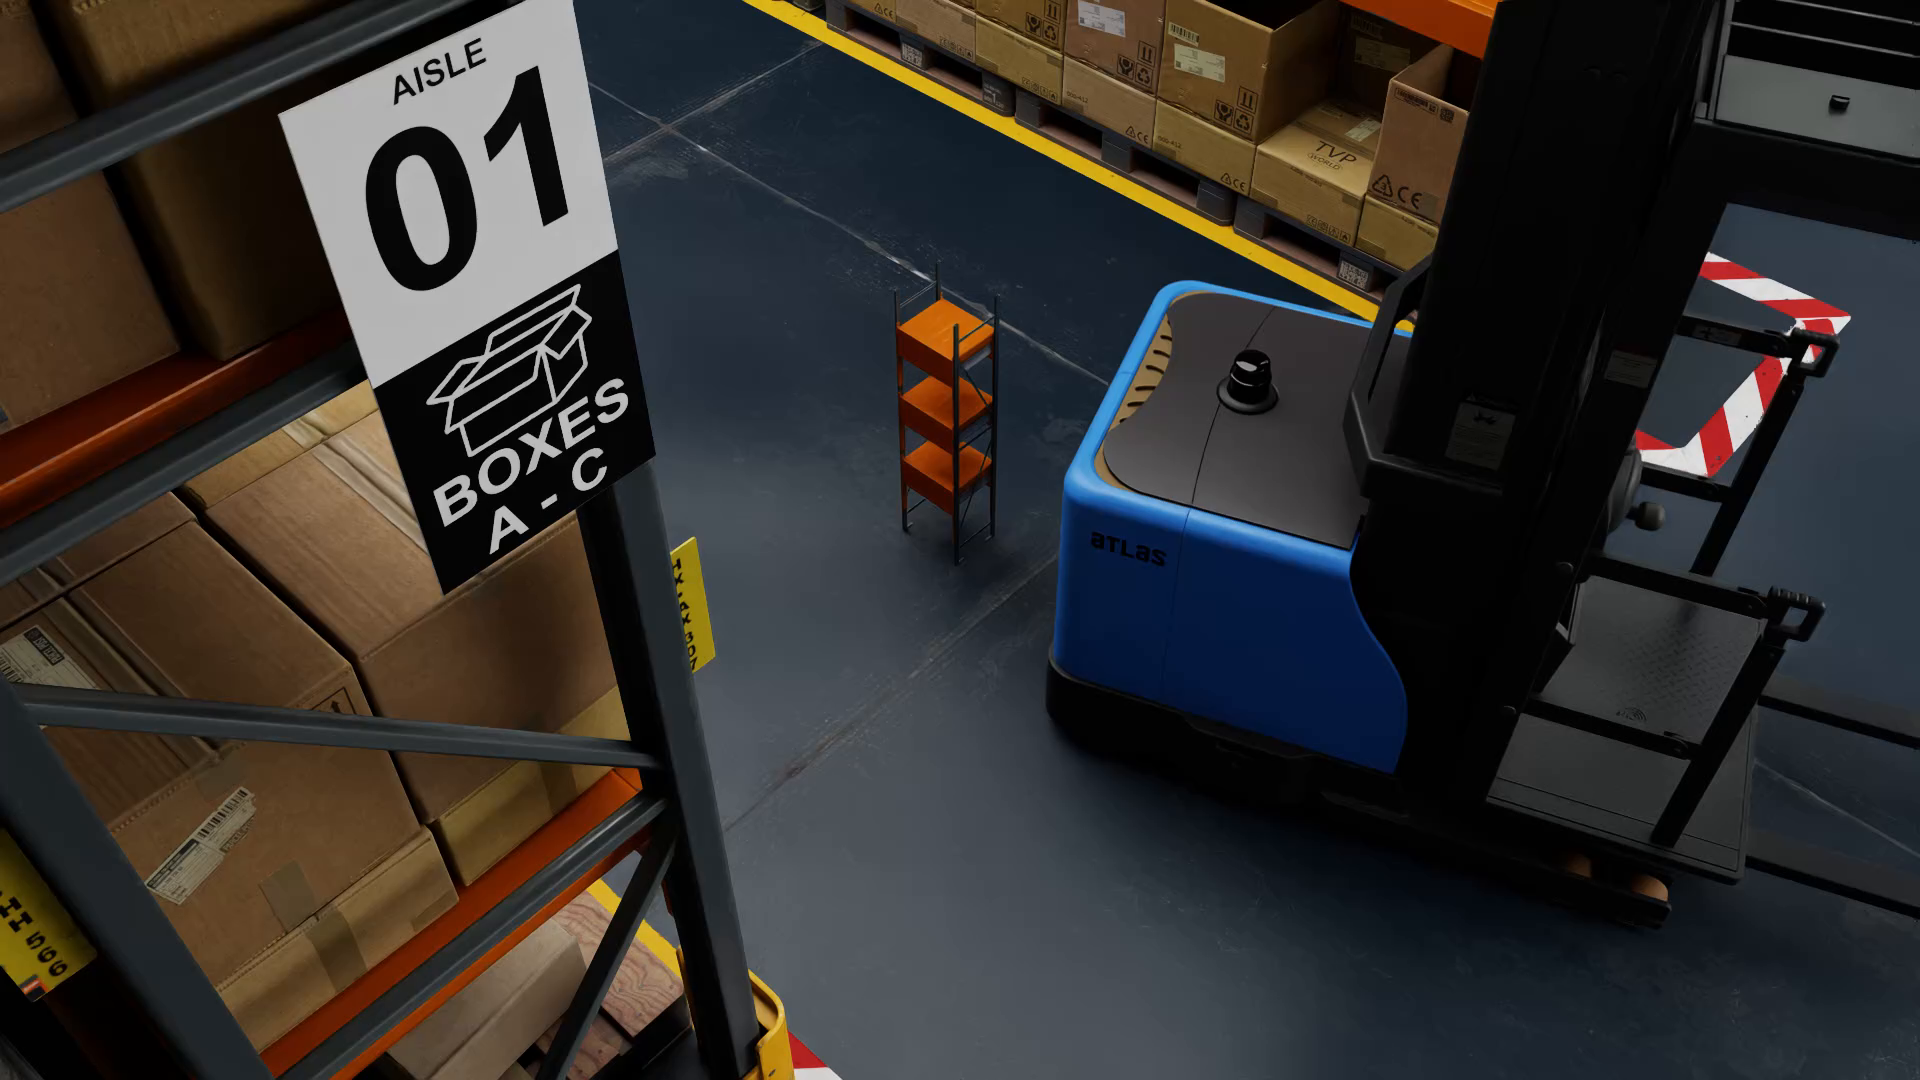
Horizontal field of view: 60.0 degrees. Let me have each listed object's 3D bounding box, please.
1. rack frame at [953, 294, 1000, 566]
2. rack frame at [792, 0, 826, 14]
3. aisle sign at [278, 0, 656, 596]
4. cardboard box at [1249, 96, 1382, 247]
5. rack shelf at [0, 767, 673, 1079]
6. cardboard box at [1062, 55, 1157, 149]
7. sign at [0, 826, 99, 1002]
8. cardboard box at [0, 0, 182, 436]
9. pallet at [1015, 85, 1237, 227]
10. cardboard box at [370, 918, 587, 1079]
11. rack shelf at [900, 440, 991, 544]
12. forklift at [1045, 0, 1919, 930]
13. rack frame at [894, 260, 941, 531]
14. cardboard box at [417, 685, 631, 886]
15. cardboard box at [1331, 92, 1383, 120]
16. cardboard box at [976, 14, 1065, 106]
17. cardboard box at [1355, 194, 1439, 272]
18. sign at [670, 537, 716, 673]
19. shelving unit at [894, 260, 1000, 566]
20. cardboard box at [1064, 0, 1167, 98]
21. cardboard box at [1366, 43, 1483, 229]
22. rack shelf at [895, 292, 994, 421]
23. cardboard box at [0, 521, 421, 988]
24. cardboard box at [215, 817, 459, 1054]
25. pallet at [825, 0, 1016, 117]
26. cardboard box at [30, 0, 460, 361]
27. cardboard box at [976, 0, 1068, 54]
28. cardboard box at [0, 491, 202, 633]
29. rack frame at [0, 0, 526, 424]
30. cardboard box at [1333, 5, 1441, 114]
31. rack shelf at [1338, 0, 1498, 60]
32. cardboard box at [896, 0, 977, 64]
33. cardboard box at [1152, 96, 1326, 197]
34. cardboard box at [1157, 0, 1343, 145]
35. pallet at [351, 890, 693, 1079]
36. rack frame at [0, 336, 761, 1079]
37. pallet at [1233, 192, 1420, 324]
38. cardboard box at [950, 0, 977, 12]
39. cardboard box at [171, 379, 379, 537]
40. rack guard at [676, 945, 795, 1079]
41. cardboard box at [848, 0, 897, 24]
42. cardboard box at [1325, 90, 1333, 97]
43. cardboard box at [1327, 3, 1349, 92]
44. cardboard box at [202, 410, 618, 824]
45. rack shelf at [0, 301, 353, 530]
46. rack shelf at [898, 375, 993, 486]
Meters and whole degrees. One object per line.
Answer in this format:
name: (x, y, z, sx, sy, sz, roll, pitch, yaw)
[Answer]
rack frame: (0.050, -0.325, 5.335, 0.008, 1.050, 0.200, 34, 55, 28)
rack frame: (-0.444, -3.914, 7.368, 0.127, 3.000, 1.000, 34, 55, 28)
aisle sign: (-0.605, -0.296, 2.187, 0.004, 0.787, 0.394, 34, 55, 28)
cardboard box: (1.526, -1.487, 6.686, 0.500, 0.250, 0.500, 34, 55, 28)
rack shelf: (-2.331, -0.024, 4.208, 4.000, 0.370, 1.077, 34, 55, 28)
cardboard box: (0.791, -1.981, 7.151, 0.500, 0.250, 0.500, 34, 55, 28)
sign: (-1.252, 0.502, 2.210, 0.005, 0.325, 0.100, 34, 55, 28)
cardboard box: (-1.340, -0.419, 1.946, 0.500, 0.500, 0.500, -34, 56, -28)
pallet: (1.013, -1.941, 7.428, 1.213, 0.211, 1.003, 34, 55, 28)
cardboard box: (-1.309, 1.099, 4.204, 0.500, 0.311, 0.500, 28, 53, 24)
rack shelf: (-0.039, -0.188, 5.602, 0.240, 0.259, 0.215, 34, 55, 28)
forklift: (1.835, -0.350, 4.068, 3.031, 2.935, 1.130, 16, 49, 15)
rack frame: (-0.129, -0.446, 5.449, 0.008, 1.050, 0.200, 34, 55, 28)
cardboard box: (-1.004, 0.352, 3.451, 0.500, 0.250, 0.500, 32, 55, 27)
cardboard box: (1.883, -1.769, 6.951, 0.500, 0.250, 0.500, 34, 55, 28)
cardboard box: (0.419, -2.225, 7.380, 0.500, 0.250, 0.500, 34, 55, 28)
cardboard box: (1.901, -1.246, 6.460, 0.500, 0.250, 0.500, 34, 55, 28)
sign: (-0.493, 0.132, 2.975, 0.005, 0.325, 0.100, 34, 55, 28)
shelving unit: (-0.039, -0.386, 5.392, 0.252, 1.050, 0.215, 34, 55, 28)
cardboard box: (0.789, -2.236, 6.876, 0.500, 0.500, 0.500, 34, 55, 28)
cardboard box: (1.900, -1.502, 6.186, 0.500, 0.500, 0.500, 34, 55, 28)
rack shelf: (-0.039, -0.573, 5.193, 0.240, 0.259, 0.215, 34, 55, 28)
cardboard box: (-1.352, 0.388, 2.903, 0.500, 0.500, 0.500, 33, 55, 27)
cardboard box: (-1.336, 0.636, 3.184, 0.500, 0.250, 0.500, 35, 56, 28)
pallet: (0.112, -2.544, 7.994, 1.213, 0.211, 1.003, 34, 55, 28)
cardboard box: (-0.937, -0.648, 2.161, 0.500, 0.500, 0.500, 35, 56, 29)
cardboard box: (0.420, -2.482, 7.107, 0.500, 0.500, 0.500, 34, 55, 28)
cardboard box: (-1.715, 0.134, 3.142, 0.500, 0.500, 0.500, 35, 56, 28)
rack frame: (-0.861, -1.334, 0.830, 0.127, 3.000, 1.000, 34, 55, 28)
cardboard box: (1.884, -2.026, 6.679, 0.500, 0.500, 0.500, 34, 55, 28)
rack shelf: (1.026, -2.679, 6.701, 4.000, 0.370, 1.077, 34, 55, 28)
cardboard box: (0.056, -2.475, 7.615, 0.500, 0.250, 0.500, 34, 55, 28)
cardboard box: (1.157, -1.733, 6.918, 0.500, 0.250, 0.500, 34, 55, 28)
cardboard box: (1.155, -1.988, 6.643, 0.500, 0.500, 0.500, 34, 55, 28)
pallet: (-1.490, 1.215, 4.464, 1.213, 0.211, 1.003, 34, 55, 28)
rack frame: (-0.861, 0.719, 3.017, 0.127, 3.000, 1.000, 34, 55, 28)
pallet: (1.905, -1.338, 6.861, 1.213, 0.211, 1.003, 34, 55, 28)
cardboard box: (0.058, -2.734, 7.343, 0.500, 0.500, 0.500, 34, 55, 28)
cardboard box: (-1.365, -0.140, 3.399, 0.500, 0.500, 0.500, 34, 55, 28)
rack guard: (-0.917, 1.537, 3.964, 0.348, 0.500, 1.175, 34, 55, 28)
cardboard box: (-0.308, -2.725, 7.849, 0.500, 0.250, 0.500, 34, 55, 28)
cardboard box: (1.516, -2.016, 7.184, 0.500, 0.250, 0.500, 34, 55, 28)
cardboard box: (1.508, -2.267, 6.904, 0.500, 0.500, 0.500, 34, 55, 28)
cardboard box: (-1.008, 0.110, 3.164, 0.500, 0.500, 0.500, 34, 55, 28)
rack shelf: (-2.331, -1.050, 3.115, 4.000, 0.370, 1.077, 34, 55, 28)
rack shelf: (-0.039, -0.379, 5.400, 0.240, 0.259, 0.215, 34, 55, 28)
